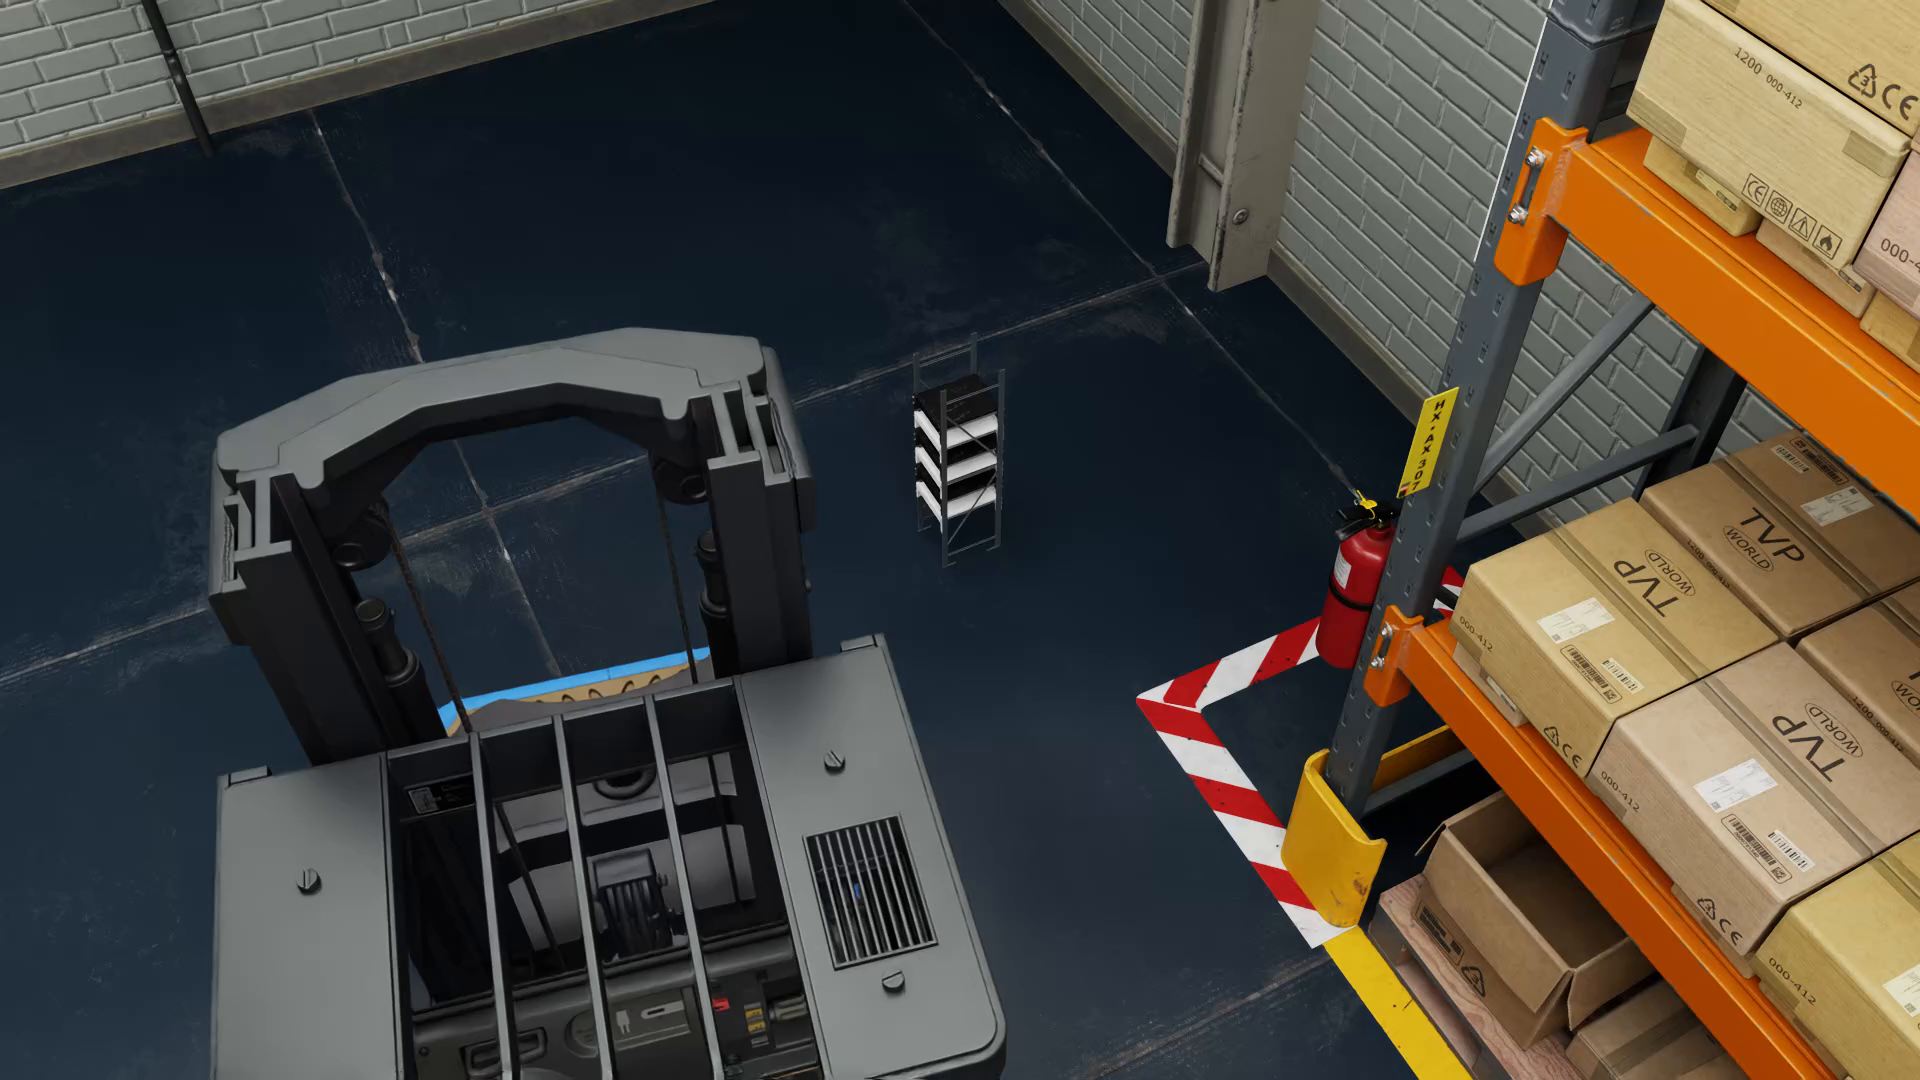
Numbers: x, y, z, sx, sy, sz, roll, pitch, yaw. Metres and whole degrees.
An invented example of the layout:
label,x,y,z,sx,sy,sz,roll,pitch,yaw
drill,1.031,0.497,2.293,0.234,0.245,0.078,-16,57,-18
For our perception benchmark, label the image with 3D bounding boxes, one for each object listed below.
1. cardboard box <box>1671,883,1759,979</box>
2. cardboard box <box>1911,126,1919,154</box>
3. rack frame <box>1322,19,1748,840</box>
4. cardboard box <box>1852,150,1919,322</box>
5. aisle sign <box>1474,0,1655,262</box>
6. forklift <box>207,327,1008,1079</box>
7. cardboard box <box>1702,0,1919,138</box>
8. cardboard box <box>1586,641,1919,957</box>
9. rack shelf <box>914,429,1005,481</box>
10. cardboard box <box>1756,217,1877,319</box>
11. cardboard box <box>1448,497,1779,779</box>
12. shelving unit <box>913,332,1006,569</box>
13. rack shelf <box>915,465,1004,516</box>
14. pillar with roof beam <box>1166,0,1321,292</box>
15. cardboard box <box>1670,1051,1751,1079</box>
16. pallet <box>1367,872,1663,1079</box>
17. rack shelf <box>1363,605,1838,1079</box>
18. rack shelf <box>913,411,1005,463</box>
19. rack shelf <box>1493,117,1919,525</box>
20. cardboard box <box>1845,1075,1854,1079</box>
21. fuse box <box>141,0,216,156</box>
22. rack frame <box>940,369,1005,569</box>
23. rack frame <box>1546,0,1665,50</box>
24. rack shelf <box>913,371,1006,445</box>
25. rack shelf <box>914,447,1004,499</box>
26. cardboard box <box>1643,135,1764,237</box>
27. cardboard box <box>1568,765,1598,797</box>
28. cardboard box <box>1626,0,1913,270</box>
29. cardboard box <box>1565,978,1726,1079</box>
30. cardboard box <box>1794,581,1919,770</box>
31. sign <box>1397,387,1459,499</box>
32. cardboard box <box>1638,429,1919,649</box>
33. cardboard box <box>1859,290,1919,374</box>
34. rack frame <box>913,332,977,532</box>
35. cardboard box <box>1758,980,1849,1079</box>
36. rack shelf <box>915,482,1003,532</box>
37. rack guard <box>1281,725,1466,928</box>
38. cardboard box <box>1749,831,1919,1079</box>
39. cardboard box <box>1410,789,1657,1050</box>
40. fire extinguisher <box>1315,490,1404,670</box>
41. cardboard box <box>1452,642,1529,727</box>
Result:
label,x,y,z,sx,sy,sz,roll,pitch,yaw
cardboard box,1.850,0.780,3.742,0.380,0.149,0.250,-20,52,-16
cardboard box,1.770,-0.596,2.356,0.500,0.250,0.500,-22,52,-18
rack frame,1.574,-0.126,4.367,1.000,3.000,0.127,-21,52,-18
cardboard box,1.785,-0.438,2.549,0.500,0.250,0.500,-20,52,-17
aisle sign,1.282,-0.926,3.340,0.394,0.787,0.004,-21,52,-18
forklift,-0.567,1.161,3.287,1.130,2.935,3.031,-12,50,-10
cardboard box,1.554,-0.943,2.659,0.500,0.250,0.500,-22,52,-18
cardboard box,1.773,0.559,3.670,0.500,0.250,0.500,-21,52,-17
rack shelf,-0.004,-0.339,5.873,0.258,0.077,0.200,-21,52,-18
cardboard box,1.656,-0.571,2.931,0.380,0.149,0.250,-20,52,-17
cardboard box,1.542,0.222,3.965,0.500,0.250,0.500,-21,52,-17
shelving unit,-0.004,-0.302,5.916,0.258,0.900,0.210,-21,52,-18
rack shelf,-0.004,-0.220,6.009,0.258,0.077,0.200,-21,52,-18
pillar with roof beam,-2.686,-2.733,2.662,9.100,9.000,0.400,-21,52,-18
cardboard box,2.126,1.586,4.251,0.700,0.500,0.500,-19,52,-16
pallet,1.974,1.376,4.906,1.003,0.211,1.213,-21,52,-18
rack shelf,2.489,1.450,3.467,1.077,0.370,4.000,-21,52,-18
rack shelf,-0.004,-0.398,5.806,0.258,0.077,0.200,-21,52,-18
rack shelf,2.489,0.462,2.338,1.077,0.370,4.000,-21,52,-18
cardboard box,2.026,1.151,3.418,0.380,0.149,0.250,-23,53,-19
fuse box,-3.504,-2.381,7.196,0.539,1.711,0.414,-21,52,-18
rack frame,0.043,-0.234,5.857,0.240,0.900,0.006,-21,52,-18
rack frame,1.574,-2.101,2.109,1.000,3.000,0.127,-21,52,-18
rack shelf,-0.004,-0.458,5.738,0.258,0.077,0.200,-21,52,-18
rack shelf,-0.004,-0.280,5.941,0.258,0.077,0.200,-21,52,-18
cardboard box,1.513,-0.737,3.076,0.380,0.149,0.250,-20,52,-17
cardboard box,1.638,0.426,4.052,0.380,0.149,0.250,-20,52,-17
cardboard box,1.534,-0.771,2.841,0.500,0.250,0.500,-22,52,-18
cardboard box,1.929,1.414,4.635,0.380,0.149,0.250,-23,53,-19
cardboard box,2.255,0.388,3.820,0.500,0.250,0.500,-21,52,-17
sign,1.092,-0.224,3.878,0.100,0.325,0.005,-21,52,-18
cardboard box,2.020,0.042,4.123,0.500,0.250,0.500,-20,52,-16
cardboard box,1.759,-0.393,2.775,0.380,0.149,0.250,-21,52,-17
rack frame,-0.050,-0.370,5.976,0.240,0.900,0.006,-21,52,-18
cardboard box,1.977,0.956,3.588,0.380,0.149,0.250,-20,52,-17
rack shelf,-0.004,-0.161,6.077,0.258,0.077,0.200,-21,52,-18
rack guard,1.609,0.748,5.264,1.175,0.500,0.348,-21,52,-18
cardboard box,2.008,0.897,3.374,0.500,0.250,0.500,-22,52,-18
cardboard box,1.770,1.000,4.762,0.797,0.503,0.637,-23,53,-19
fire extinguisher,1.096,0.083,4.484,0.296,0.674,0.183,-21,52,-18
cardboard box,1.480,0.271,4.187,0.380,0.149,0.250,-22,52,-18
